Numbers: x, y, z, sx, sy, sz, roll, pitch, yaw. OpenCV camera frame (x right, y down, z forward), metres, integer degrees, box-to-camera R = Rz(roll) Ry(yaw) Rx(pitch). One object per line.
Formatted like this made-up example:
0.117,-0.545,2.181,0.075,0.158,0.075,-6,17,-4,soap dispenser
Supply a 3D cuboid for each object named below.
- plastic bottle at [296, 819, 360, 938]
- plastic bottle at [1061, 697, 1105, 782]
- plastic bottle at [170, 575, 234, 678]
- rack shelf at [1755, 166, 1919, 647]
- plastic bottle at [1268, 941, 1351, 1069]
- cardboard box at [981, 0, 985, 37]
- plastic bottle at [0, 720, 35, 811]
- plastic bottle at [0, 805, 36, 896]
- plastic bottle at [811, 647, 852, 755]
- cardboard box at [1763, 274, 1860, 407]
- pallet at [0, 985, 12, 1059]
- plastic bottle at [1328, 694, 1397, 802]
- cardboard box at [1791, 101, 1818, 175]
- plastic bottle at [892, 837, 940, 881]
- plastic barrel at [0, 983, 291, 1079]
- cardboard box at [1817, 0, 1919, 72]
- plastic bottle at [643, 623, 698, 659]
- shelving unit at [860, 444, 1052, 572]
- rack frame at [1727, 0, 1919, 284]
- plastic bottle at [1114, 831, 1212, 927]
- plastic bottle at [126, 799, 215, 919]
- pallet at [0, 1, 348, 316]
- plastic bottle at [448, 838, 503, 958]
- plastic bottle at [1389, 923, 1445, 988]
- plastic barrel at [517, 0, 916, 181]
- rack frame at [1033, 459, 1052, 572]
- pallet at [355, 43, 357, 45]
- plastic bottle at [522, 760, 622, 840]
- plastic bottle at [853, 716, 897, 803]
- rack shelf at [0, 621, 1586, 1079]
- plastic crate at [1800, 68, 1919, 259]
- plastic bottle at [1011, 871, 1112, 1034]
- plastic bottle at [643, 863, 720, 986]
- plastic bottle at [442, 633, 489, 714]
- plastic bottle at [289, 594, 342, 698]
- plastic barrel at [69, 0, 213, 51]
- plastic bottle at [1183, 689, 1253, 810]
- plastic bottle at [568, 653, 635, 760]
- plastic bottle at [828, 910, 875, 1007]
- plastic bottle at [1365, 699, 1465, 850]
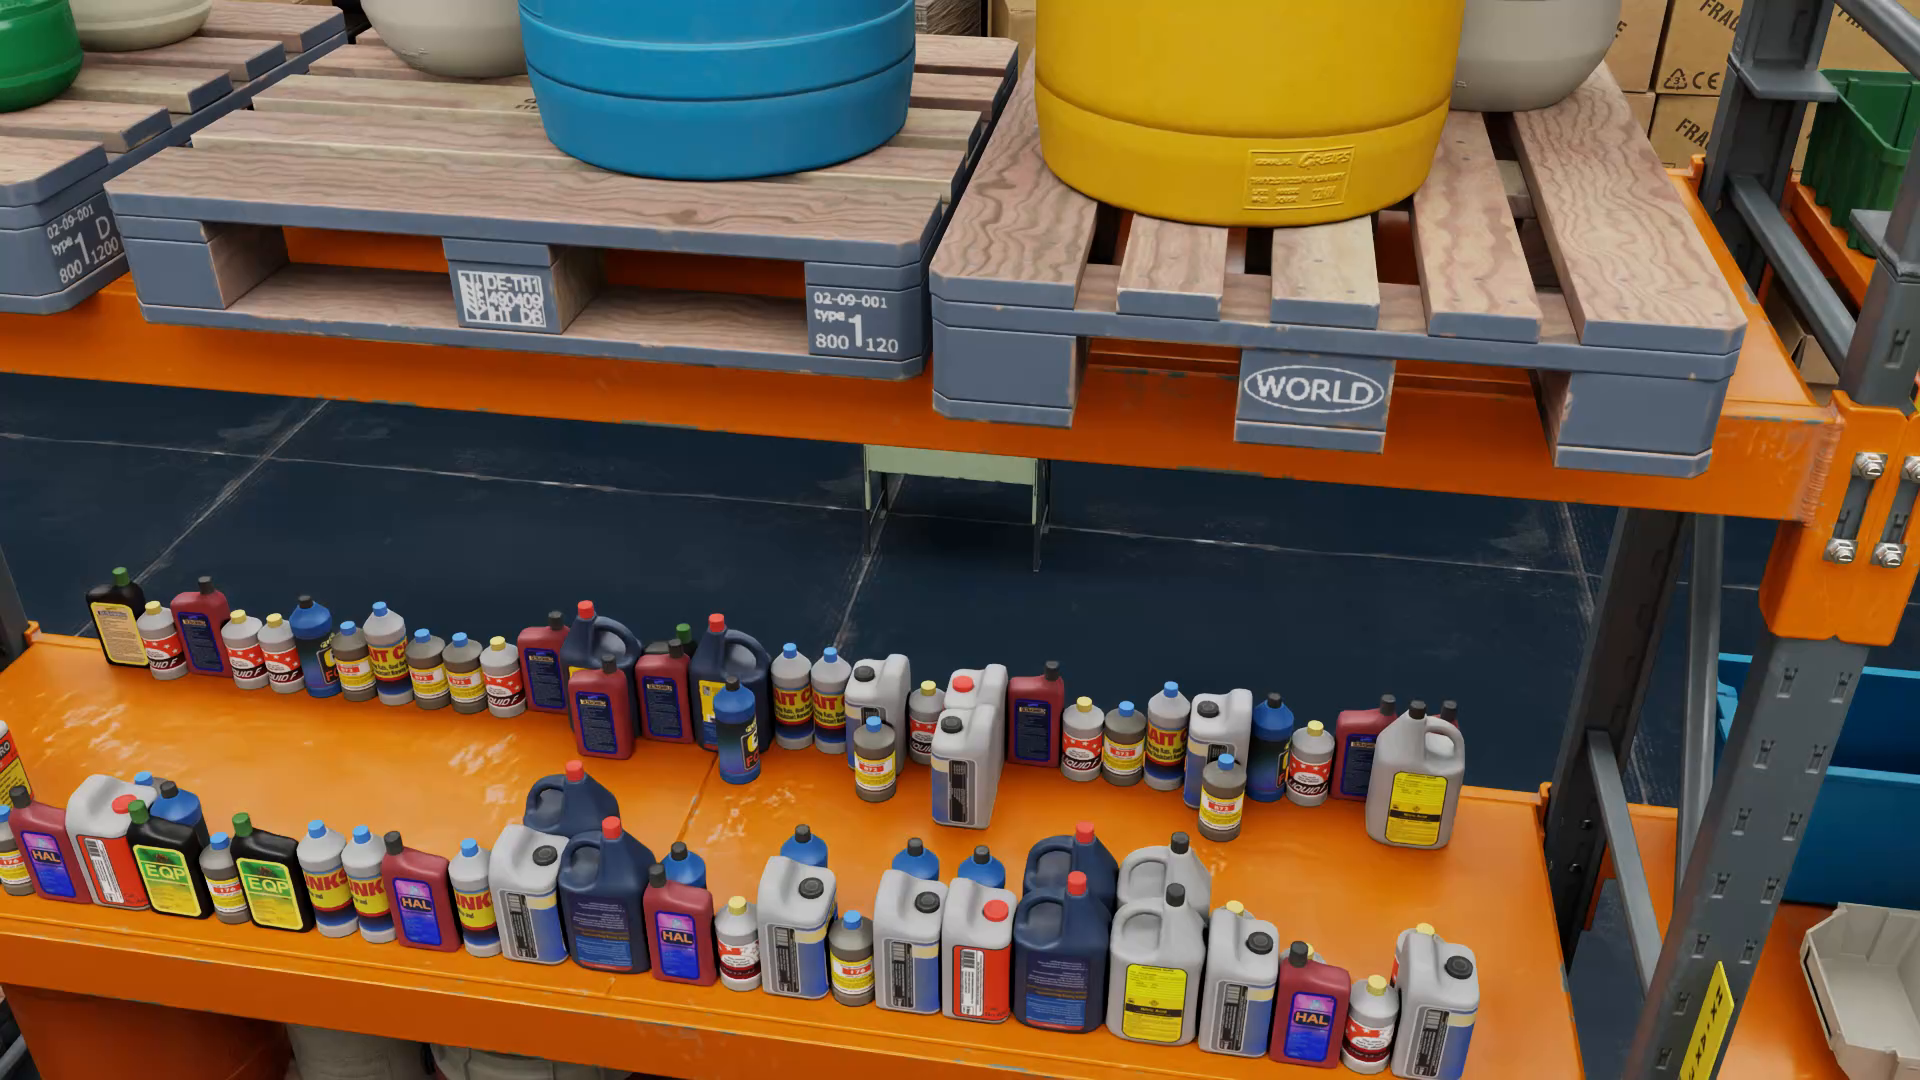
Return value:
-1.305,0.691,3.440,0.097,0.271,0.097,0,32,0,plastic bottle
0.286,0.456,3.881,0.097,0.201,0.097,0,32,0,plastic bottle
-1.904,0.214,4.192,0.133,0.283,0.061,5,32,8,plastic bottle
3.312,-0.100,2.434,4.000,0.370,1.077,5,32,8,rack shelf
0.662,0.874,3.136,0.133,0.283,0.061,5,32,8,plastic bottle
-0.233,-3.983,12.417,0.750,0.750,0.750,5,32,8,cardboard box
-2.204,0.511,3.723,0.135,0.276,0.152,5,32,8,plastic bottle
-2.024,0.656,3.562,0.097,0.201,0.097,0,32,0,plastic bottle
-0.302,0.373,3.947,0.097,0.271,0.097,0,32,0,plastic bottle
4.031,-0.866,7.745,0.637,0.503,0.797,5,32,8,cardboard box
-3.359,1.423,4.778,1.213,0.211,1.003,5,32,8,pallet
0.920,0.469,3.783,0.133,0.283,0.061,5,32,8,plastic bottle
3.632,-1.667,6.992,0.500,0.500,0.500,5,32,8,cardboard box
-0.089,0.719,3.395,0.097,0.271,0.097,0,32,0,plastic bottle
-2.117,1.107,4.304,0.708,0.830,0.600,5,32,8,plastic barrel
3.610,-2.088,6.722,0.500,0.500,0.500,4,32,7,cardboard box
-0.691,0.323,4.016,0.133,0.283,0.061,5,32,8,plastic bottle
-0.007,-0.636,6.853,0.755,1.500,0.431,5,32,8,shelving unit
1.341,-1.855,1.733,0.127,3.000,1.000,5,32,8,rack frame
0.404,0.722,3.316,0.185,0.351,0.144,5,32,8,plastic bottle
-1.650,0.665,3.471,0.133,0.283,0.061,5,32,8,plastic bottle
-1.865,-0.741,2.958,1.213,0.211,1.003,5,32,8,pallet
-0.982,0.720,3.393,0.097,0.271,0.097,0,32,0,plastic bottle
0.900,0.839,3.270,0.097,0.201,0.097,0,32,0,plastic bottle
-0.367,-1.047,2.400,0.708,0.901,0.600,5,32,8,plastic barrel
0.354,-0.604,6.801,0.023,1.500,0.400,5,32,8,rack frame
-4.111,-3.957,13.373,1.213,0.211,1.003,5,32,8,pallet
-0.813,0.608,3.499,0.185,0.351,0.144,5,32,8,plastic bottle
-0.195,0.495,3.820,0.097,0.201,0.097,0,32,0,plastic bottle
-0.631,0.814,3.800,4.000,0.370,1.077,5,32,8,rack shelf
1.809,-0.614,2.777,0.662,0.188,0.450,5,32,8,plastic crate
0.197,0.781,3.221,0.185,0.351,0.144,5,32,8,plastic bottle
-0.556,0.764,3.313,0.133,0.283,0.061,5,32,8,plastic bottle
-1.218,0.320,4.098,0.097,0.201,0.097,0,32,0,plastic bottle
-1.602,0.256,4.135,0.097,0.271,0.097,0,32,0,plastic bottle
-1.521,-1.041,2.994,0.301,0.262,0.301,0,32,0,plastic barrel
0.588,0.467,3.794,0.135,0.276,0.152,5,32,8,plastic bottle
-0.847,0.387,3.915,0.133,0.283,0.061,5,32,8,plastic bottle
-0.211,0.820,3.300,0.097,0.201,0.097,0,32,0,plastic bottle
1.008,0.504,3.664,0.185,0.351,0.144,5,32,8,plastic bottle
